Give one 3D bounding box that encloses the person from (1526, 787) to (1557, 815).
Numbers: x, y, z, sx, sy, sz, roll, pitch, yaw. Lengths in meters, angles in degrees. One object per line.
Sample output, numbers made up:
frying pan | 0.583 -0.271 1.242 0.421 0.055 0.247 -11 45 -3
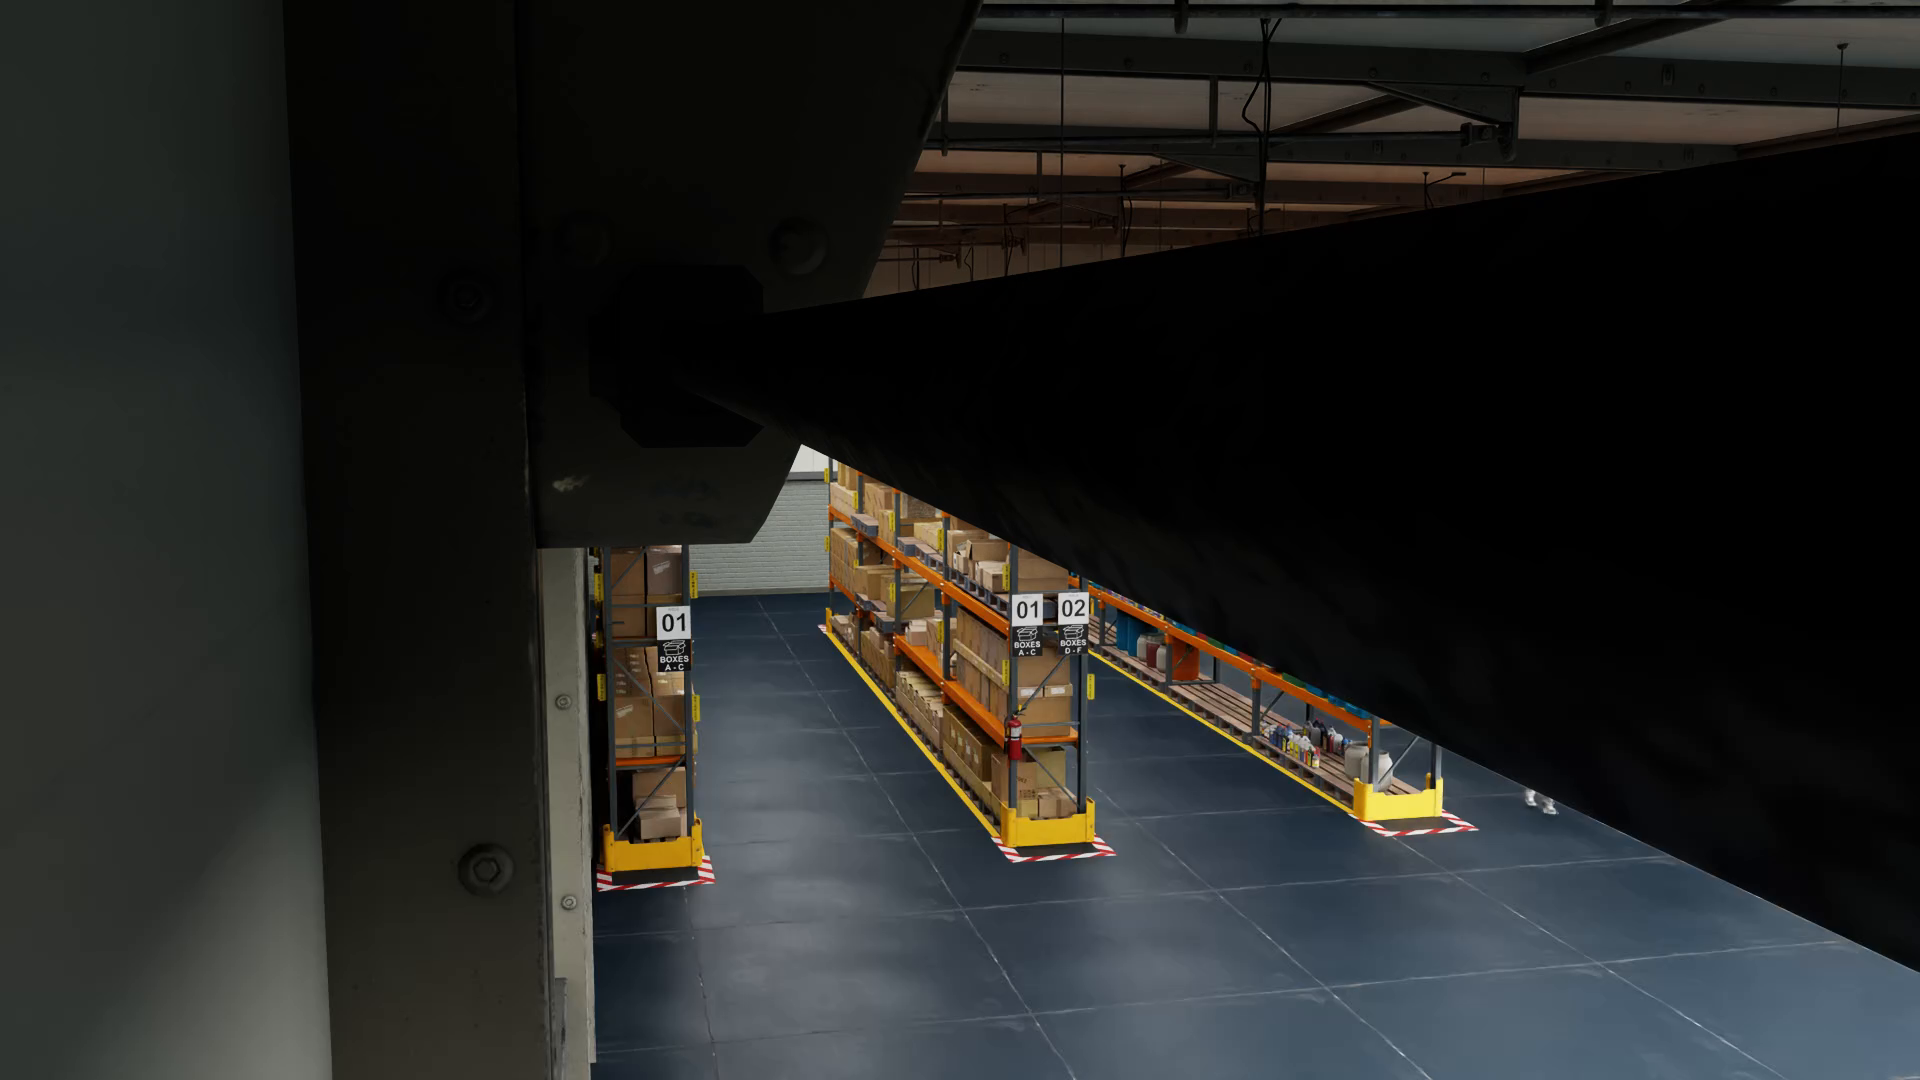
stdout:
person | 7.796 2.903 22.389 0.448 1.533 0.950 2 7 13
